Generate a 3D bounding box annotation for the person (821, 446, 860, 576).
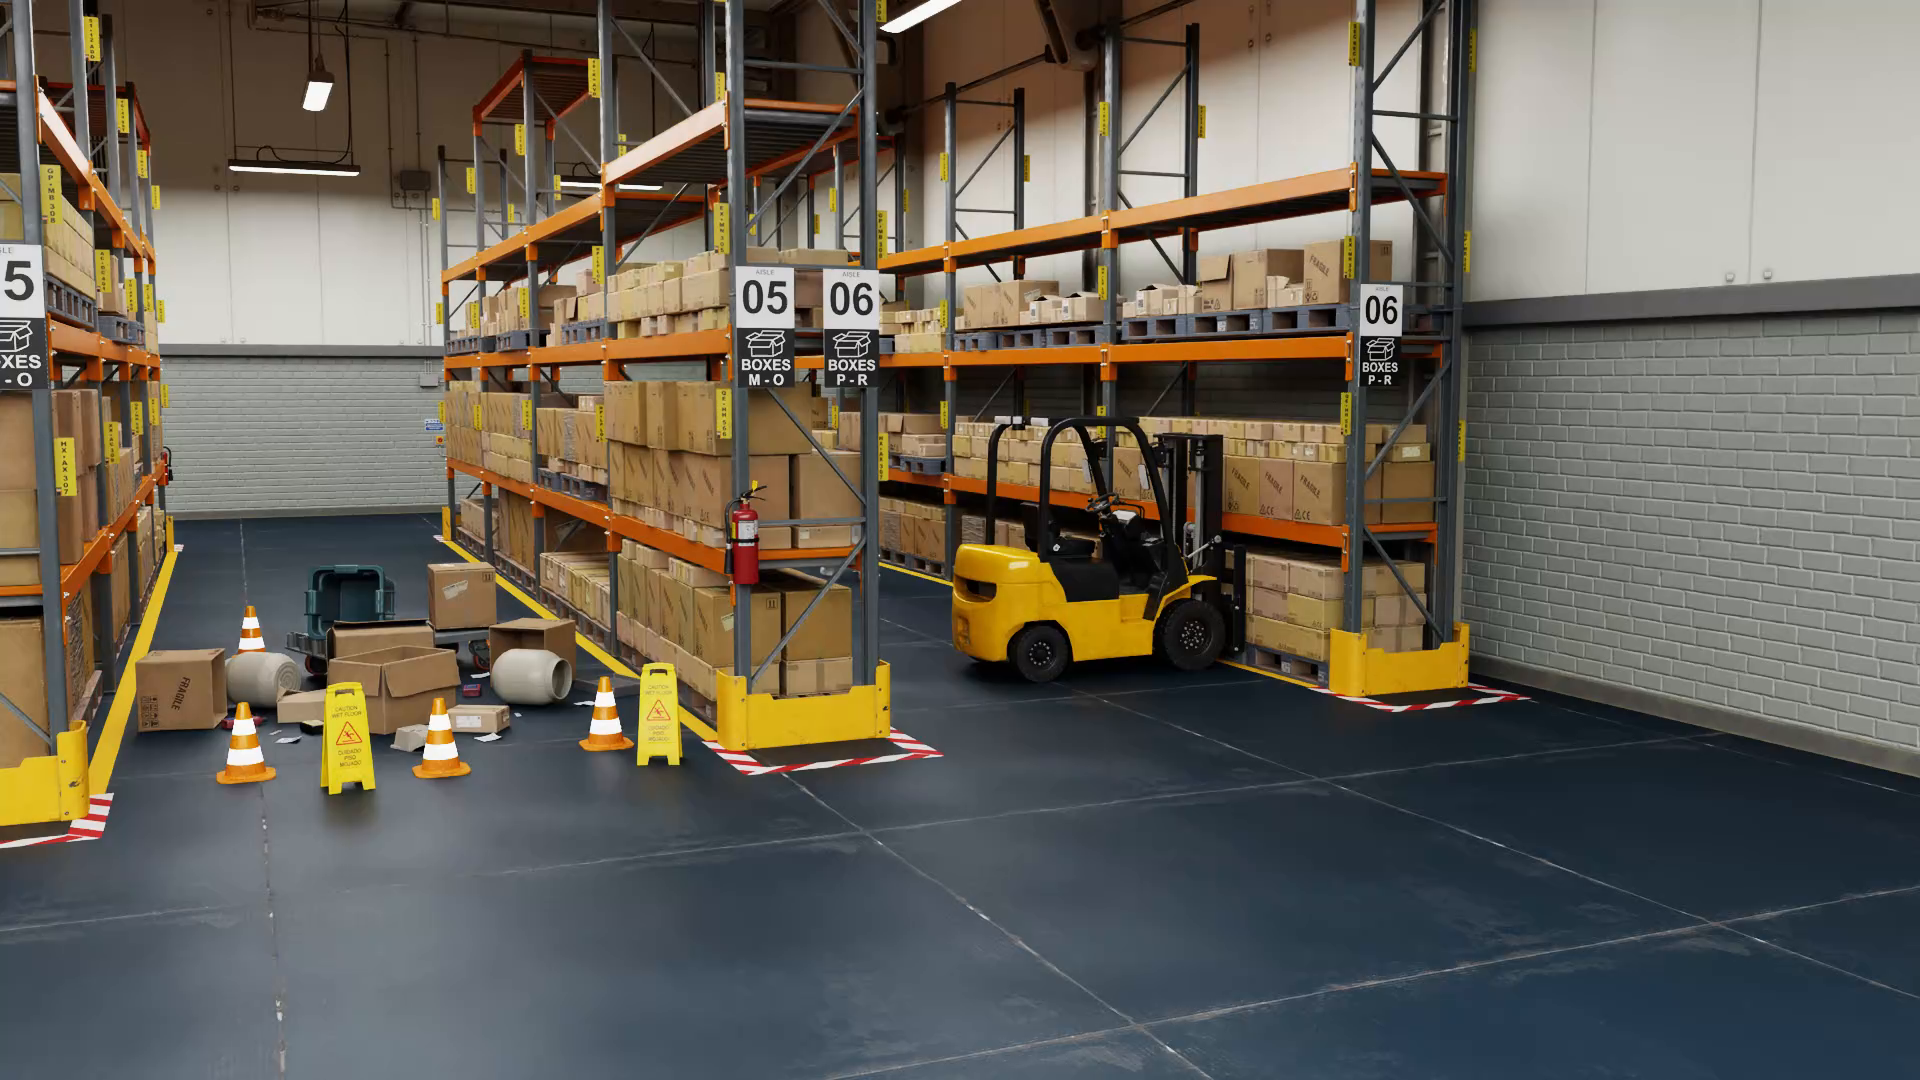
[{"bbox_3d":[-1.477,-0.354,20.660,0.440,1.635,0.864,-2,6,-23],"label":"person"}]
